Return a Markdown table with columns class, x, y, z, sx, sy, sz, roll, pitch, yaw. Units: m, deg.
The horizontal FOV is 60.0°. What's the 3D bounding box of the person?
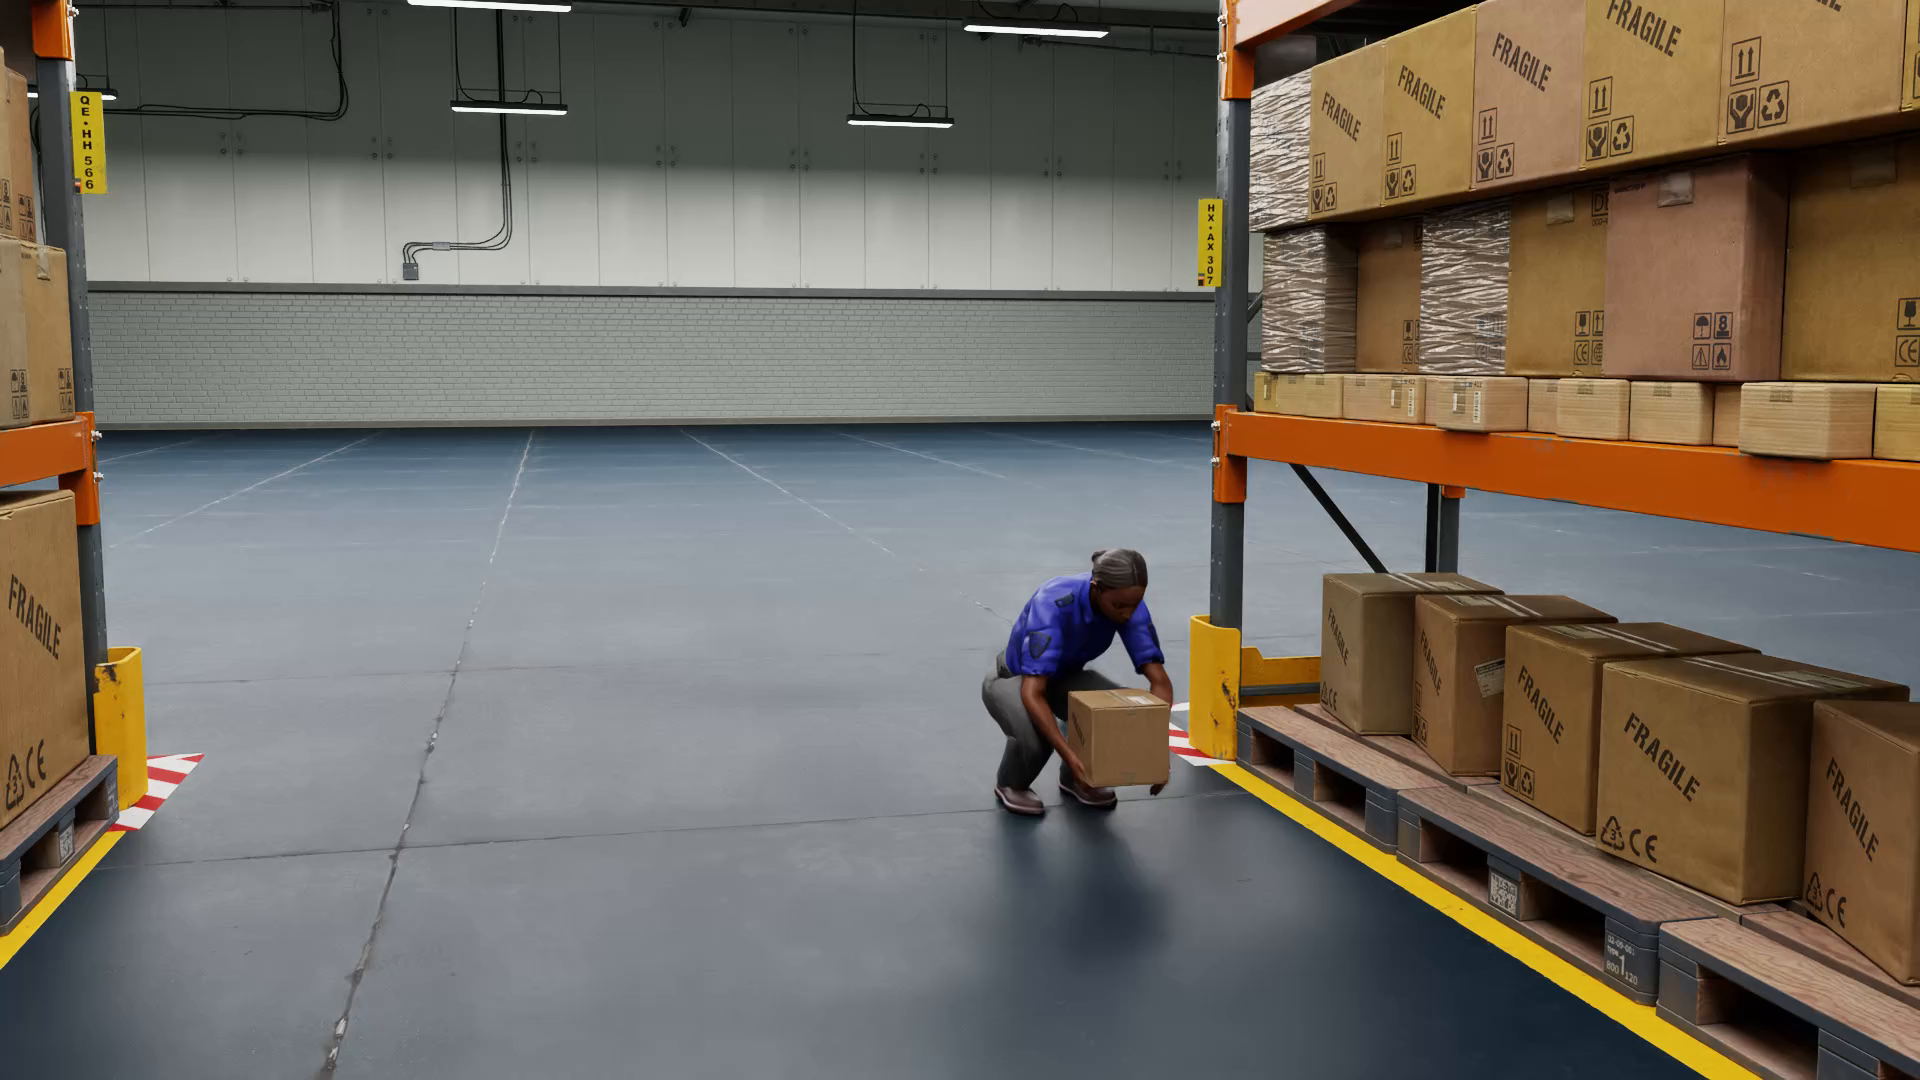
| class | x | y | z | sx | sy | sz | roll | pitch | yaw |
| --- | --- | --- | --- | --- | --- | --- | --- | --- | --- |
| person | 0.382 | 0.459 | 5.478 | 0.518 | 0.917 | 0.821 | -3 | 7 | -22 |
